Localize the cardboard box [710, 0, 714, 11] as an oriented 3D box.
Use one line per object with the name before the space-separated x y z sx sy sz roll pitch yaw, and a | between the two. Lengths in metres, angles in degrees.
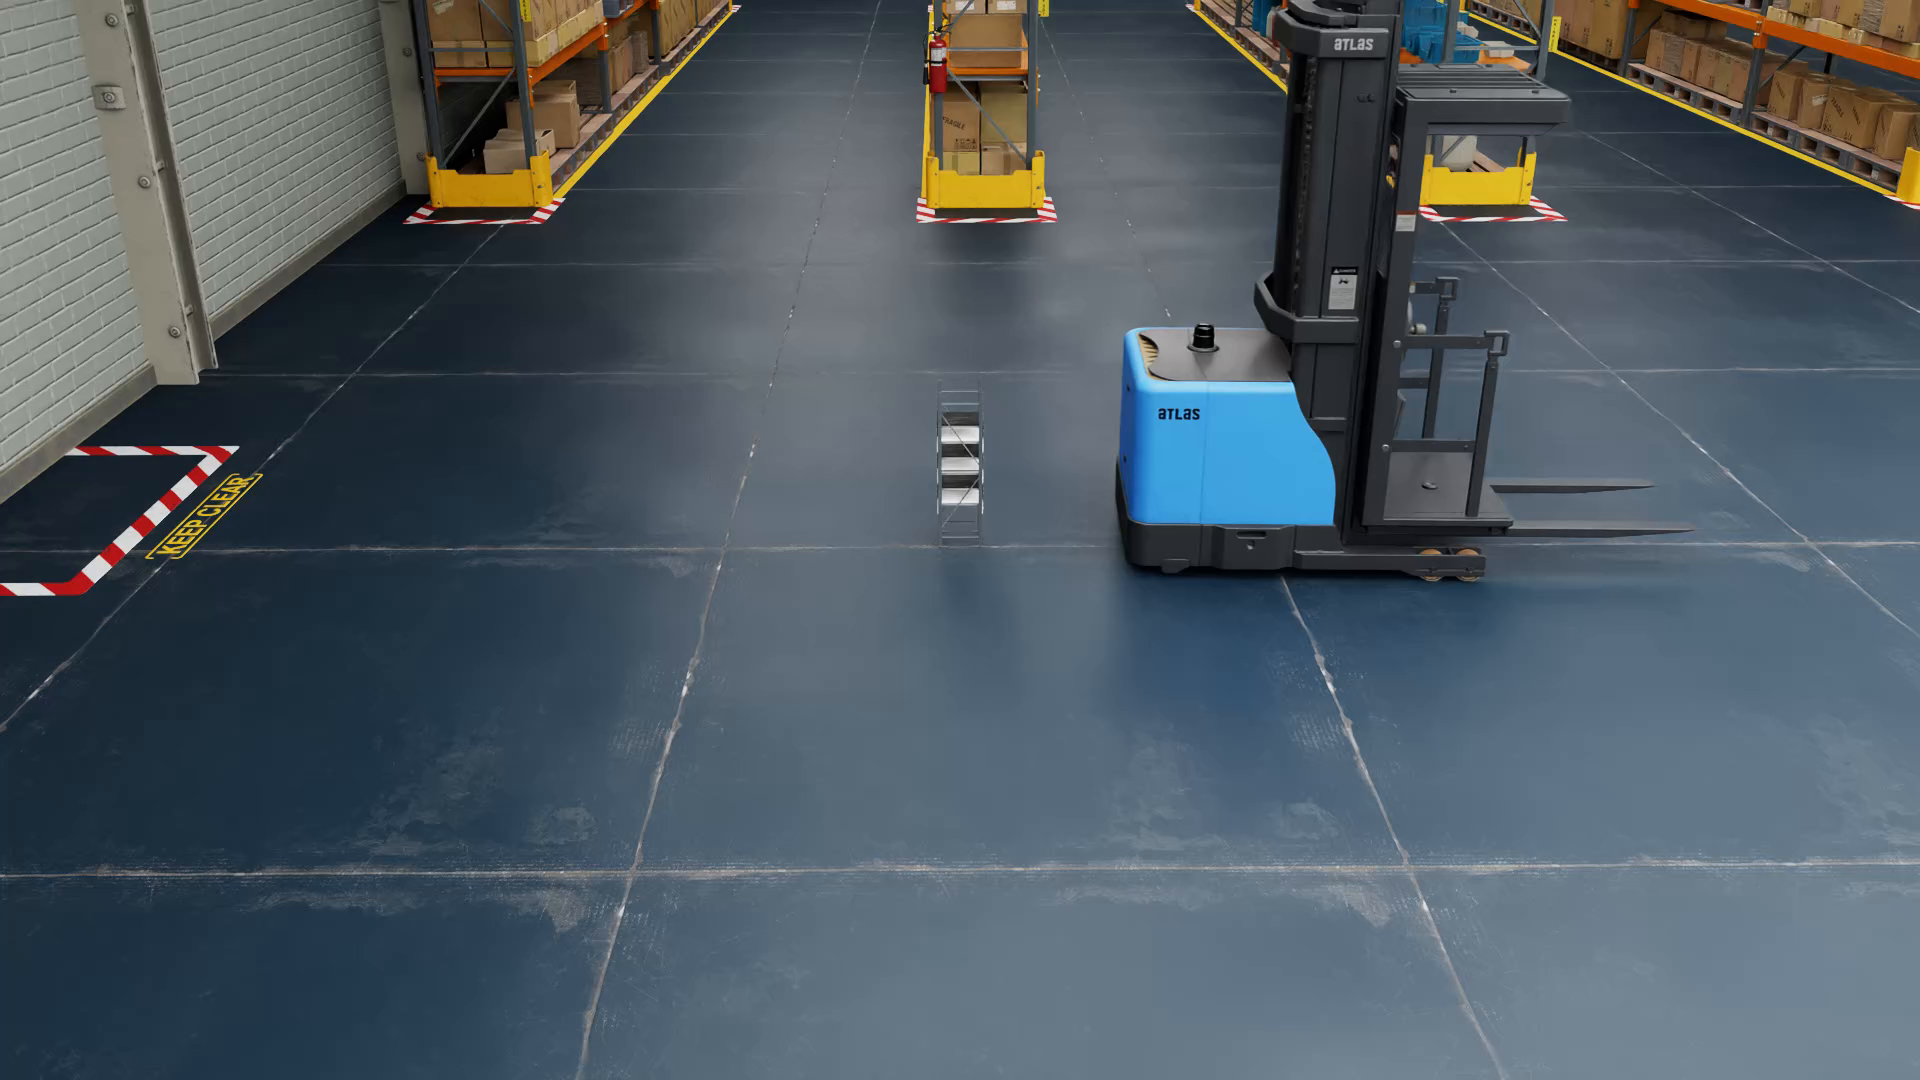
cardboard box | -4.761 -9.672 29.519 0.700 0.500 0.500 -1 24 -2

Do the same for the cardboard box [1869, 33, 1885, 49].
cardboard box | 9.914 -5.312 17.659 0.380 0.149 0.250 0 24 -1

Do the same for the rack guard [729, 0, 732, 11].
rack guard | -4.880 -10.192 31.178 1.175 0.500 0.348 0 24 -1

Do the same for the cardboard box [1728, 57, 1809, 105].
cardboard box | 10.125 -5.758 20.840 0.700 0.500 0.500 -2 24 -5

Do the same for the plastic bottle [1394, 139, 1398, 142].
plastic bottle | 4.874 -4.595 18.531 0.061 0.283 0.133 0 24 -1

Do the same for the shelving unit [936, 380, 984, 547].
shelving unit | 0.000 -0.413 9.072 0.258 0.900 0.210 0 24 -1

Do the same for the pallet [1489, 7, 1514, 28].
pallet | 10.076 -9.286 29.527 1.003 0.211 1.213 0 24 -1

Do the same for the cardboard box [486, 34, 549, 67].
cardboard box | -4.393 -4.871 16.538 0.500 0.250 0.500 -1 24 -2

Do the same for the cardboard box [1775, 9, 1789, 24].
cardboard box | 9.801 -6.135 19.481 0.380 0.149 0.250 0 24 -1

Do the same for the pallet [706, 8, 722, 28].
pallet | -4.783 -9.220 29.379 1.003 0.211 1.213 0 24 -1

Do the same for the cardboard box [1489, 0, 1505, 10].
cardboard box | 10.076 -9.973 29.729 0.875 0.875 0.875 0 24 -1

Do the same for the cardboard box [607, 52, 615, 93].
cardboard box | -4.830 -5.954 21.273 0.700 0.500 0.500 -1 24 -2

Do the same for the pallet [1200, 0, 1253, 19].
pallet | 4.997 -9.755 30.562 1.003 0.211 1.213 0 24 -1

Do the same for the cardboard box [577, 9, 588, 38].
cardboard box | -4.423 -5.711 18.394 0.500 0.250 0.500 0 24 -1

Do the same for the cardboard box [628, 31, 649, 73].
cardboard box | -4.733 -6.789 23.121 0.700 0.500 0.500 0 24 0

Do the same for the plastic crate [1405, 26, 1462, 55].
plastic crate | 4.895 -5.177 17.237 0.499 0.251 0.408 0 24 -1

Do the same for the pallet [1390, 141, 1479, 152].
pallet | 5.139 -4.369 18.654 1.003 0.211 1.213 0 24 -1

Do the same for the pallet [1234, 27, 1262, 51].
pallet | 5.037 -8.128 26.966 1.003 0.211 1.213 0 24 -1

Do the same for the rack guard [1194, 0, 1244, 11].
rack guard | 5.013 -10.236 31.276 1.175 0.500 0.348 0 24 -1

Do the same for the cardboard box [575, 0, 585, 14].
cardboard box | -4.429 -6.052 18.239 0.500 0.500 0.500 -1 24 -2

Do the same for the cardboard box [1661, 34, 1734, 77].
cardboard box | 10.112 -6.648 22.809 0.700 0.500 0.500 -2 24 -5

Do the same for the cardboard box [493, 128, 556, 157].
cardboard box | -4.629 -4.224 17.678 0.500 0.311 0.500 2 24 4

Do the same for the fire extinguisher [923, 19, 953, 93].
fire extinguisher | -0.215 -4.666 16.020 0.296 0.674 0.183 0 24 -1

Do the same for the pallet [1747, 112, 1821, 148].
pallet | 10.153 -4.896 19.819 1.003 0.211 1.213 0 24 -1

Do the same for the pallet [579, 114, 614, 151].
pallet | -4.706 -4.829 19.671 1.003 0.211 1.213 0 24 -1

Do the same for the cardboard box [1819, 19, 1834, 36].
cardboard box | 9.850 -5.724 18.570 0.380 0.149 0.250 0 24 -1

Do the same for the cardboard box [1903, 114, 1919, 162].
cardboard box | 10.164 -4.104 17.209 0.500 0.500 0.500 4 25 9

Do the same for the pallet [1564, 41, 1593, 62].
pallet | 10.123 -7.647 25.902 1.003 0.211 1.213 0 24 -1

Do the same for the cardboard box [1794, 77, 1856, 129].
cardboard box | 10.088 -5.094 19.398 0.500 0.500 0.500 8 25 16

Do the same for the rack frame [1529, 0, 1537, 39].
rack frame | 10.023 -9.739 27.144 1.000 3.000 0.127 0 24 -1

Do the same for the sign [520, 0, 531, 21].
sign | -4.163 -5.125 15.891 0.100 0.325 0.005 0 24 -1

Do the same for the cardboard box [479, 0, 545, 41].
cardboard box | -4.410 -5.208 16.374 0.500 0.500 0.500 0 24 0

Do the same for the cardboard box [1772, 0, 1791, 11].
cardboard box | 10.053 -6.438 19.363 0.875 0.500 0.500 0 24 -1

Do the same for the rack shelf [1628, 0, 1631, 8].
rack shelf | 10.044 -8.587 25.470 1.077 0.370 4.000 0 24 -1

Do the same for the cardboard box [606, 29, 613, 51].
cardboard box | -4.791 -6.478 21.523 0.500 0.250 0.500 -1 24 -2

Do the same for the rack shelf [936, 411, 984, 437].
rack shelf | 0.000 -0.629 8.974 0.258 0.077 0.200 0 24 -1

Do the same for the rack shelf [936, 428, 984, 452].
rack shelf | 0.000 -0.547 9.012 0.258 0.077 0.200 0 24 -1

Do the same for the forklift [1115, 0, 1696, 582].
forklift | 2.406 -1.338 8.652 3.031 2.935 1.130 0 24 1

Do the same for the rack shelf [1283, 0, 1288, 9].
rack shelf | 5.135 -6.917 21.777 1.077 0.370 4.000 0 24 -1

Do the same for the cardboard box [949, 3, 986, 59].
cardboard box | 0.245 -5.206 16.999 0.700 0.500 0.500 0 24 1

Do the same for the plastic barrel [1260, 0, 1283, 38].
plastic barrel | 5.067 -8.436 26.300 0.600 0.901 0.708 0 24 -1

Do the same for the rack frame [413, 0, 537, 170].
rack frame | -4.706 -4.728 16.063 1.000 3.000 0.127 0 24 -1

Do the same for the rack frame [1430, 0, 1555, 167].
rack frame | 5.201 -4.772 16.162 1.000 3.000 0.127 0 24 -1

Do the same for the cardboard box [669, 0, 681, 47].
cardboard box | -4.673 -7.901 25.178 0.750 0.750 0.750 0 24 -1

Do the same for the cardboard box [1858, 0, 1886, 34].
cardboard box | 10.087 -5.614 17.541 0.875 0.500 0.500 0 24 -1

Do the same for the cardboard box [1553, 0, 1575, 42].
cardboard box | 10.060 -8.331 26.099 1.225 0.875 0.875 -1 24 -2

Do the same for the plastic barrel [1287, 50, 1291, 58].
plastic barrel | 5.091 -7.473 24.257 0.600 0.830 0.708 0 24 -1

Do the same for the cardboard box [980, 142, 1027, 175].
cardboard box | 0.464 -3.912 17.087 0.500 0.250 0.500 0 24 -1

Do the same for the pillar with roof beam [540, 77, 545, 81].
pillar with roof beam | -1.339 -10.238 20.966 9.100 9.000 0.400 0 24 -1
